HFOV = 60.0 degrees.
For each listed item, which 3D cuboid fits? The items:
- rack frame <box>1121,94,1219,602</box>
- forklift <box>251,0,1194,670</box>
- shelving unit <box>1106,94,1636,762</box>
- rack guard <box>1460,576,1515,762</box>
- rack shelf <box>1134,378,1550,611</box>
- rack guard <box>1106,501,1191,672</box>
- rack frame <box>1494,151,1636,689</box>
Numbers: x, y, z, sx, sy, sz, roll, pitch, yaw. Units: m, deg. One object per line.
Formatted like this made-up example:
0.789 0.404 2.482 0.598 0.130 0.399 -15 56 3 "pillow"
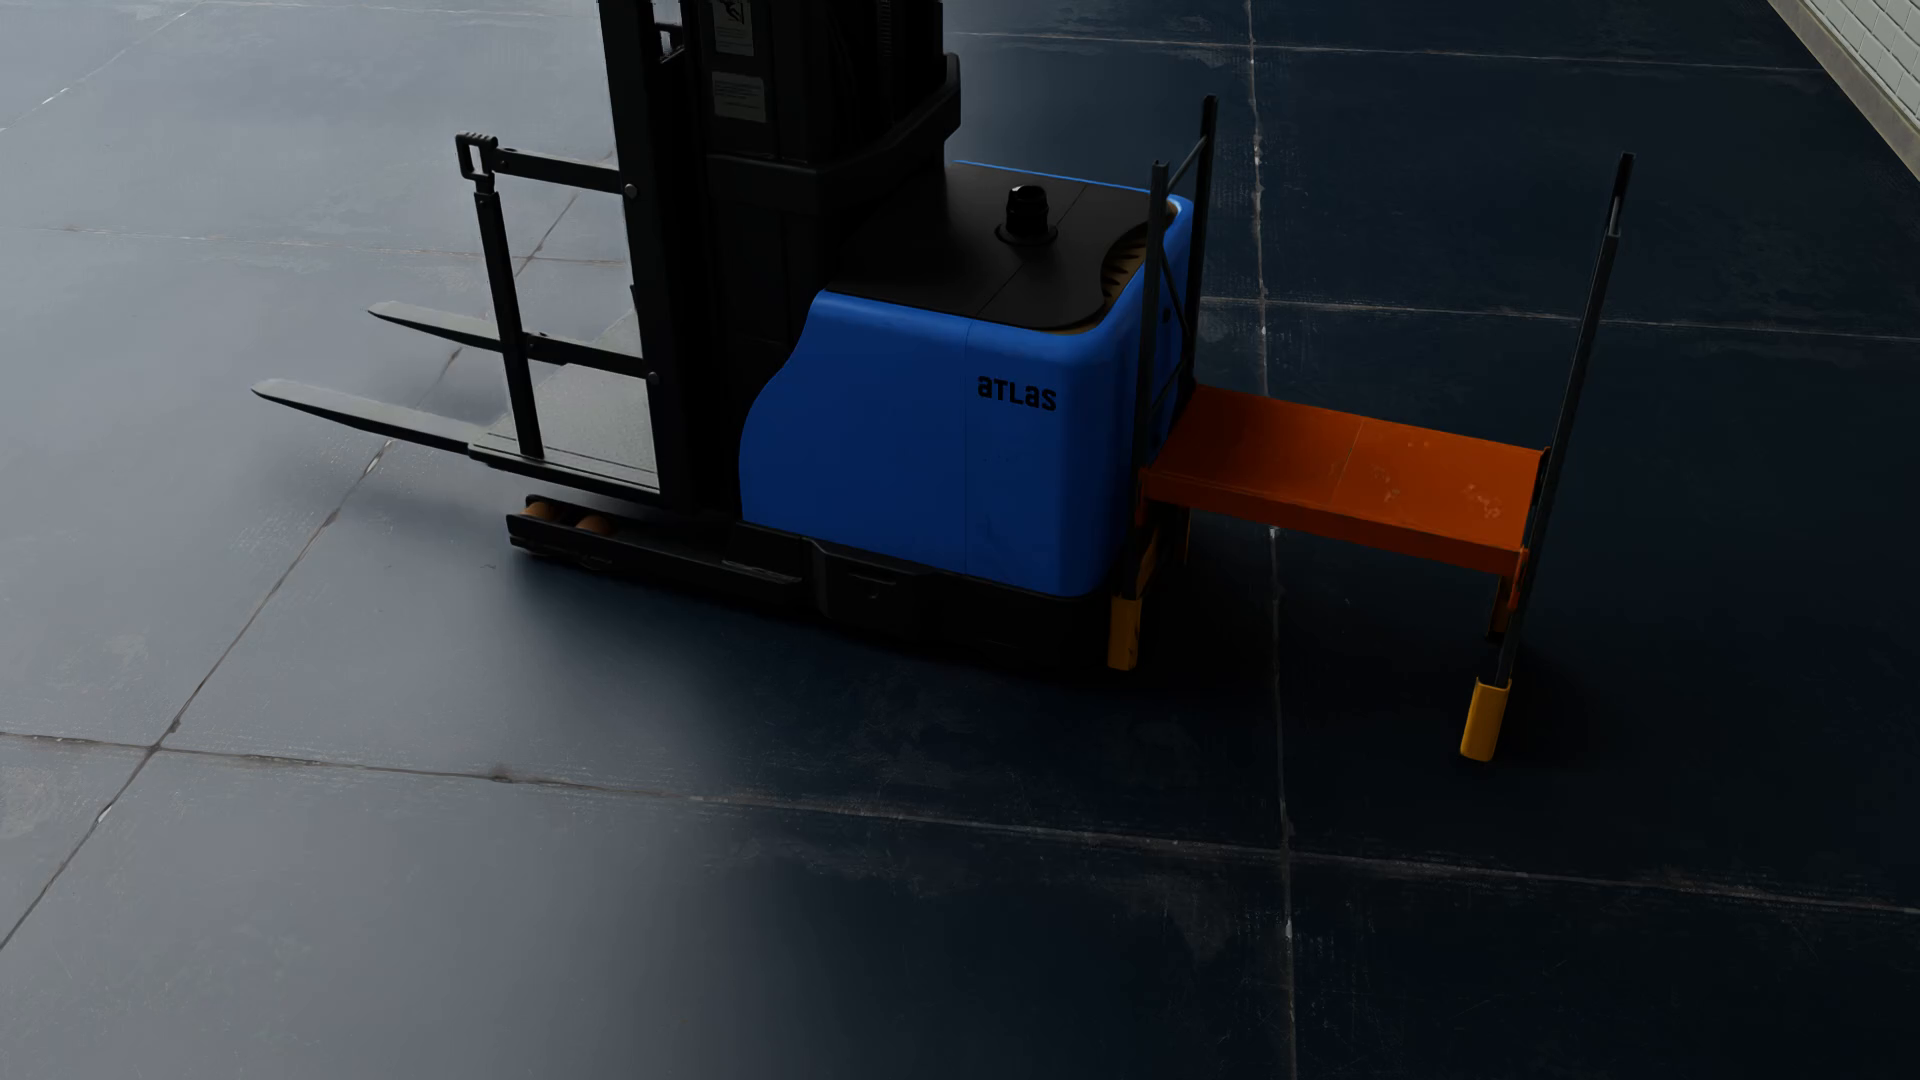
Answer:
0.558 -0.400 4.520 0.032 1.500 0.500 13 38 18 "rack frame"
-0.854 -1.369 4.645 3.031 2.935 1.130 13 38 18 "forklift"
1.021 -0.292 4.368 1.083 1.500 0.587 13 38 18 "shelving unit"
1.482 0.326 4.579 0.087 0.250 0.587 13 38 18 "rack guard"
1.029 -0.143 4.469 1.000 0.185 0.538 13 38 18 "rack shelf"
0.559 0.109 4.883 0.087 0.250 0.587 13 38 18 "rack guard"
1.500 -0.179 4.210 0.032 1.500 0.500 13 38 18 "rack frame"
